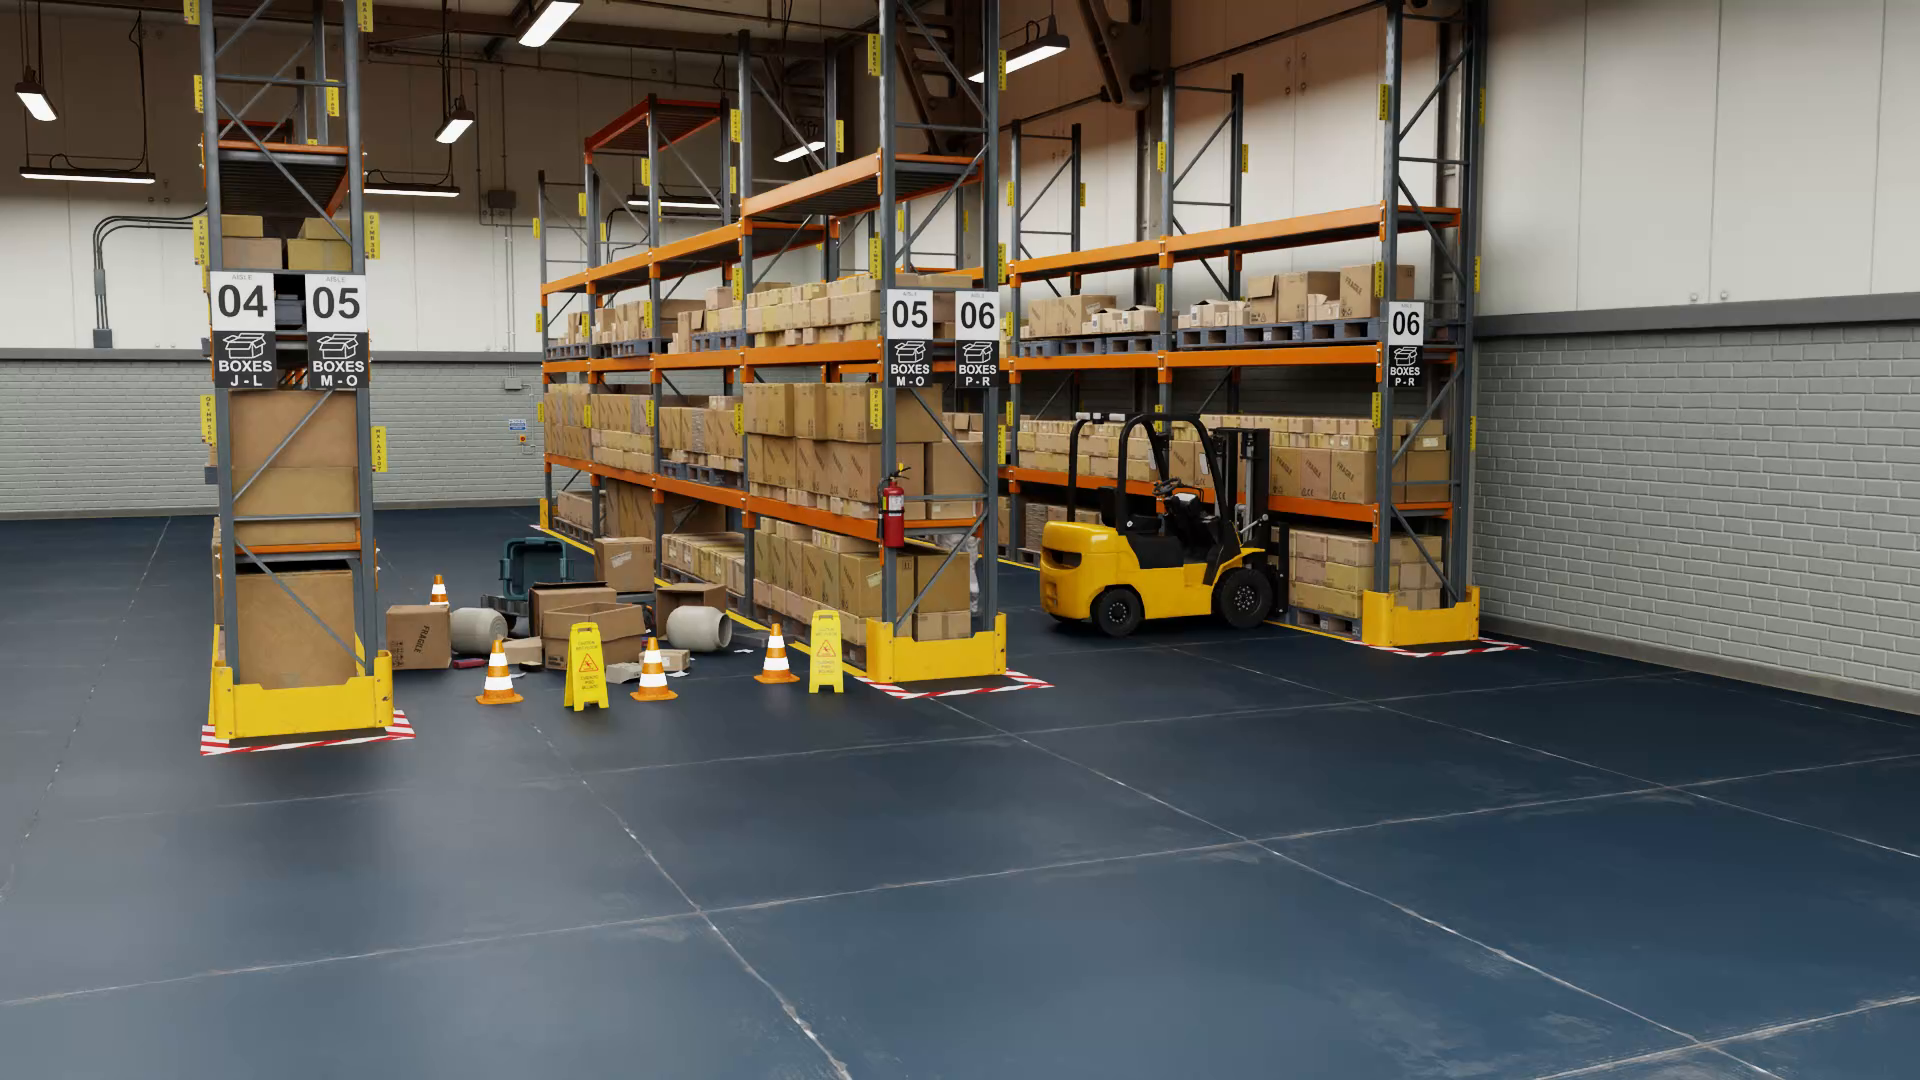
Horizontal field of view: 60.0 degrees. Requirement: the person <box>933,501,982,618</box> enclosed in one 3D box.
[{"bbox_3d":[-0.026,-0.073,17.369,0.525,1.783,0.341,-2,6,-24],"label":"person"}]
